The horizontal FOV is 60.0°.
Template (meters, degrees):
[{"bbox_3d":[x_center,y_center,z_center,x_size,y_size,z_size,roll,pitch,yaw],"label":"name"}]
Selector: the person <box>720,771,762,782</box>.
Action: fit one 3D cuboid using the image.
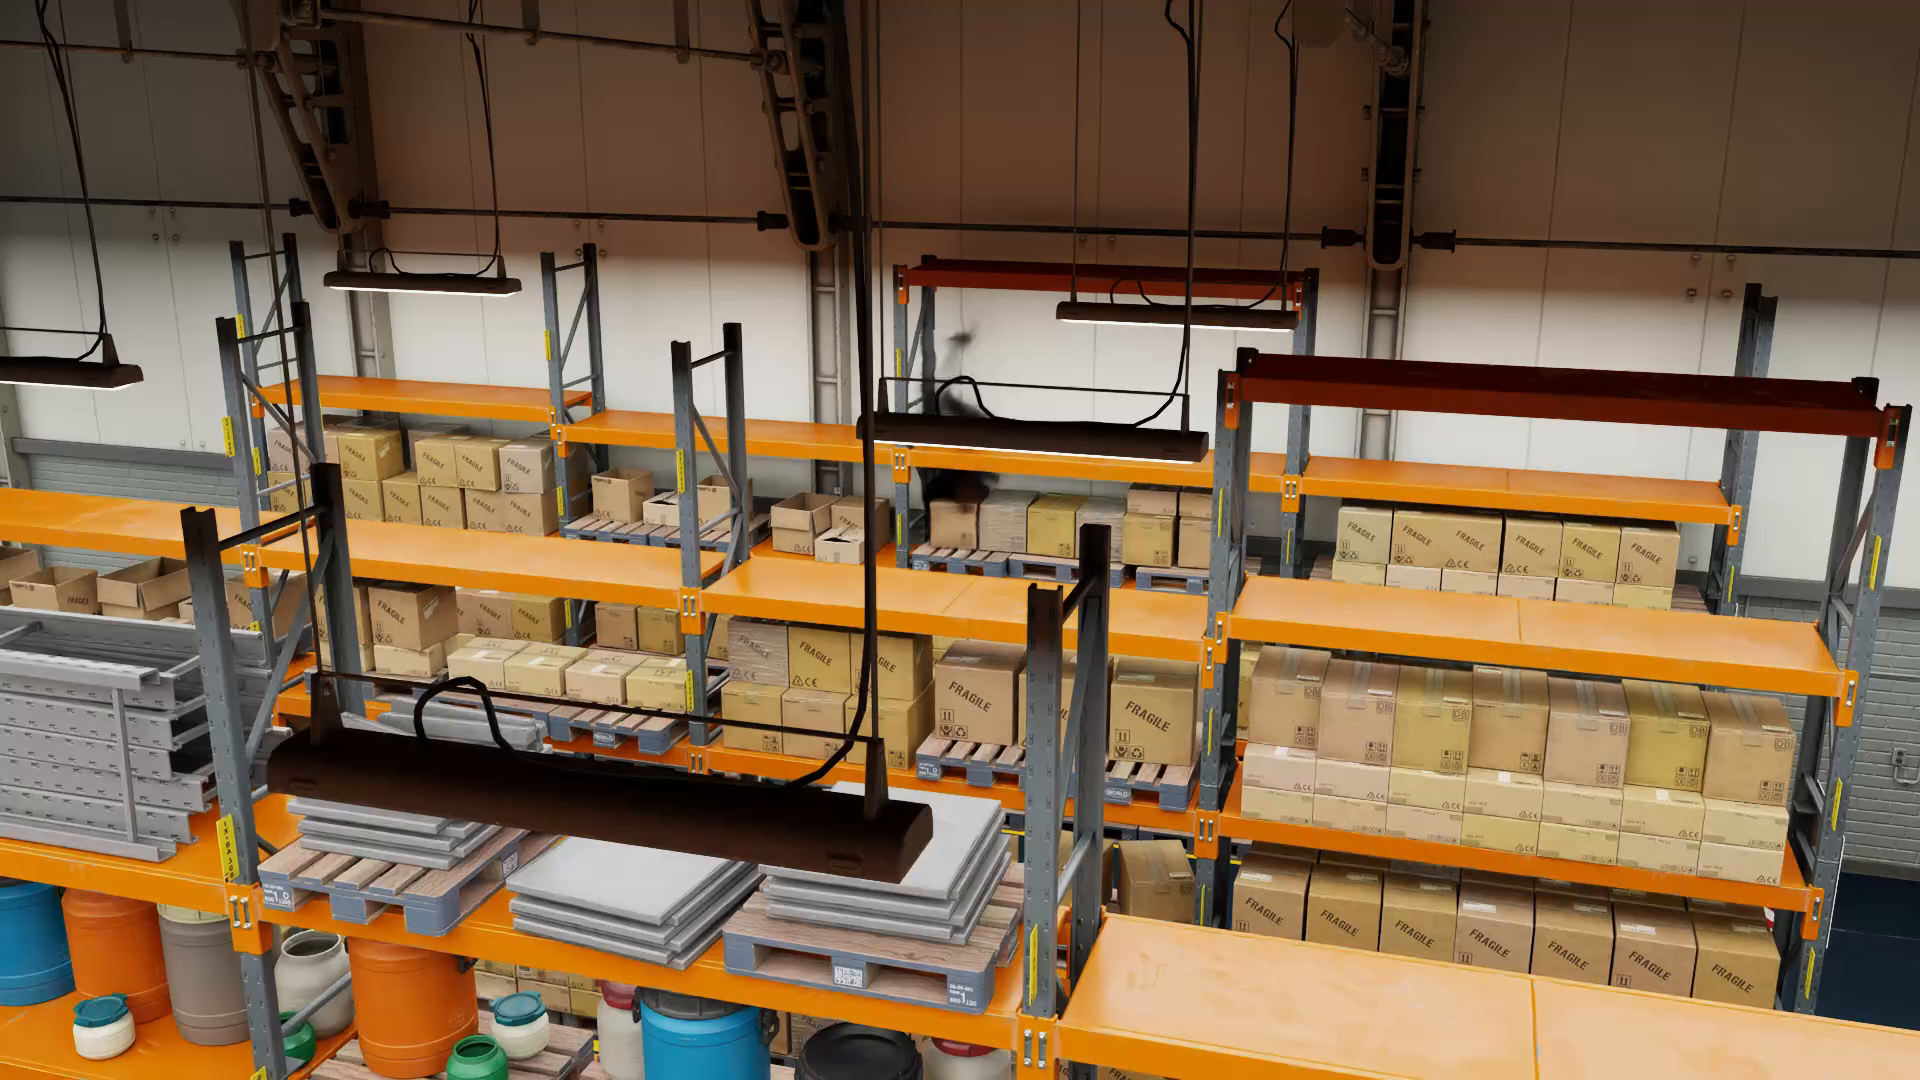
[{"bbox_3d":[-2.104,2.368,16.367,0.686,1.754,0.711,2,16,5],"label":"person"}]
